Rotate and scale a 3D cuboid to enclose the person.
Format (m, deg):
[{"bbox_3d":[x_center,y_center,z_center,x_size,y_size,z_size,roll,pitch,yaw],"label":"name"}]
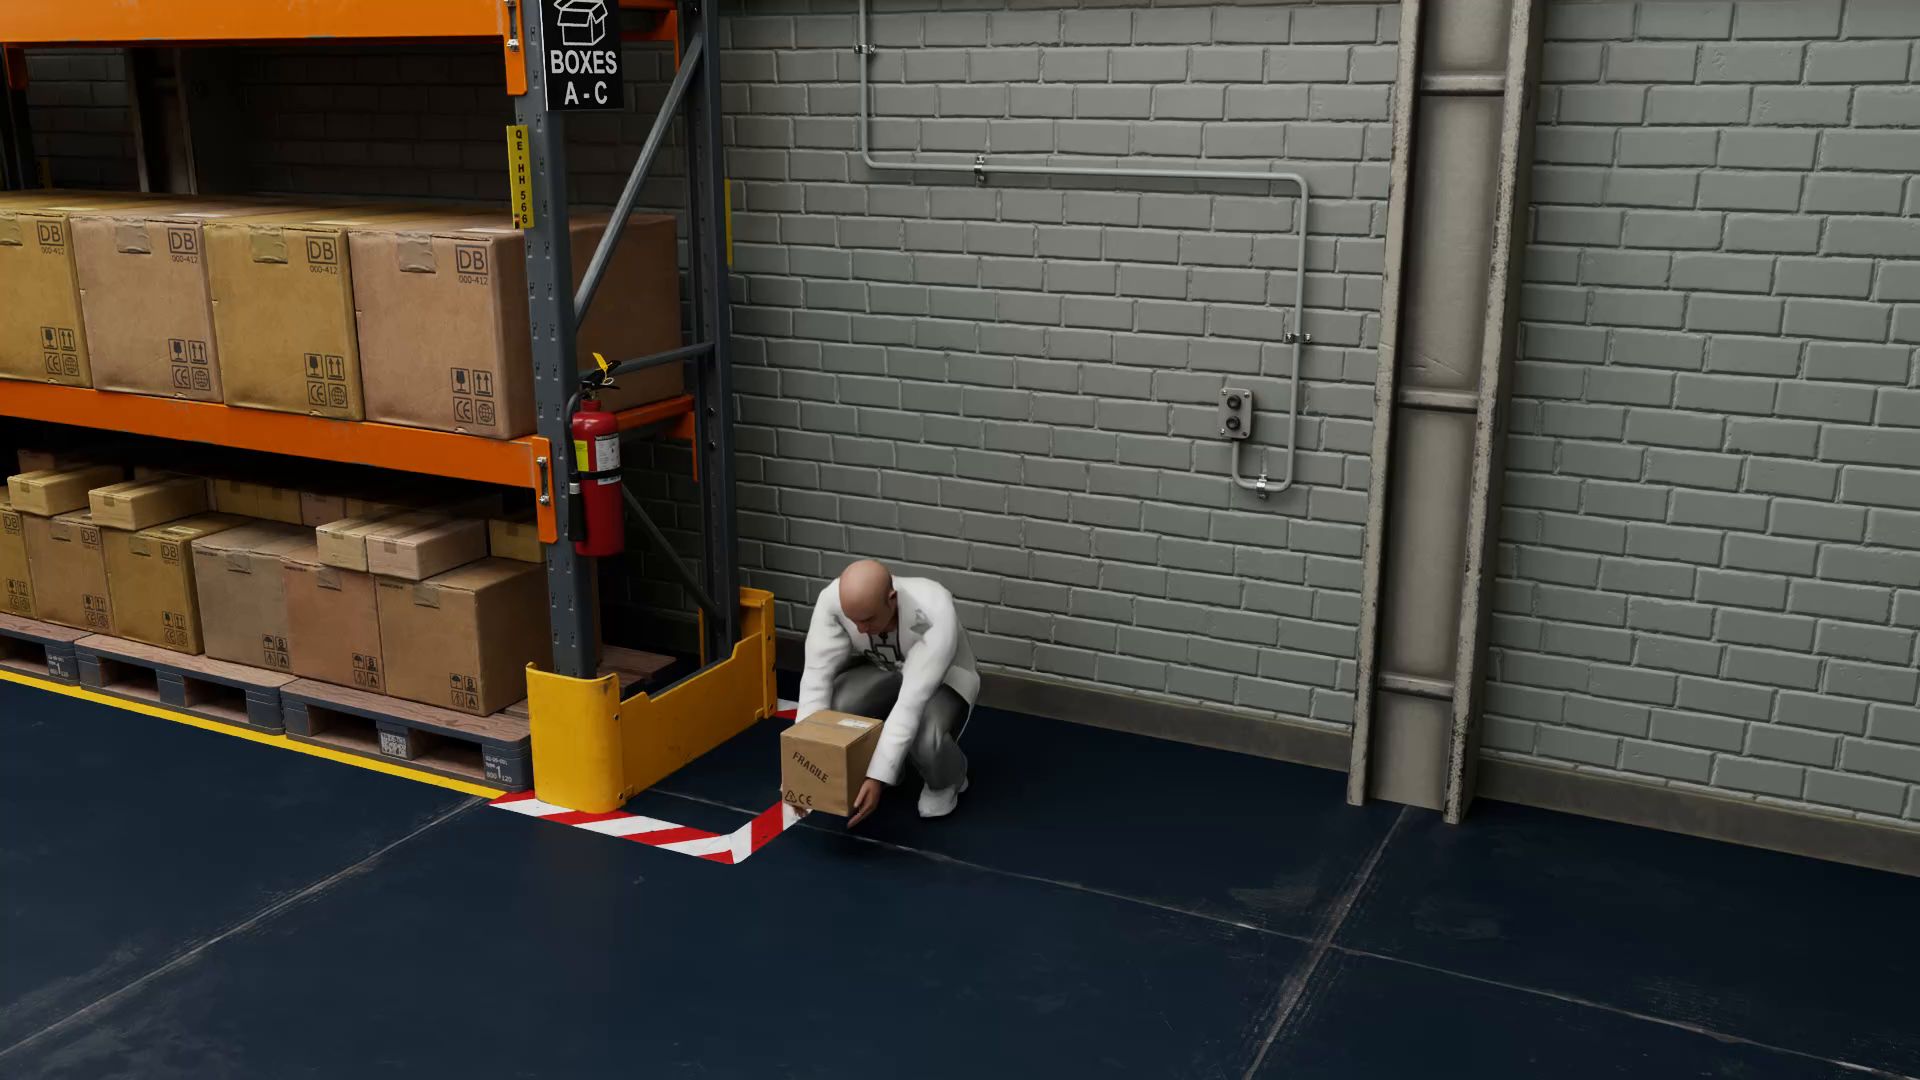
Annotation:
[{"bbox_3d":[-0.254,0.494,5.766,0.581,0.988,0.920,7,17,25],"label":"person"}]
